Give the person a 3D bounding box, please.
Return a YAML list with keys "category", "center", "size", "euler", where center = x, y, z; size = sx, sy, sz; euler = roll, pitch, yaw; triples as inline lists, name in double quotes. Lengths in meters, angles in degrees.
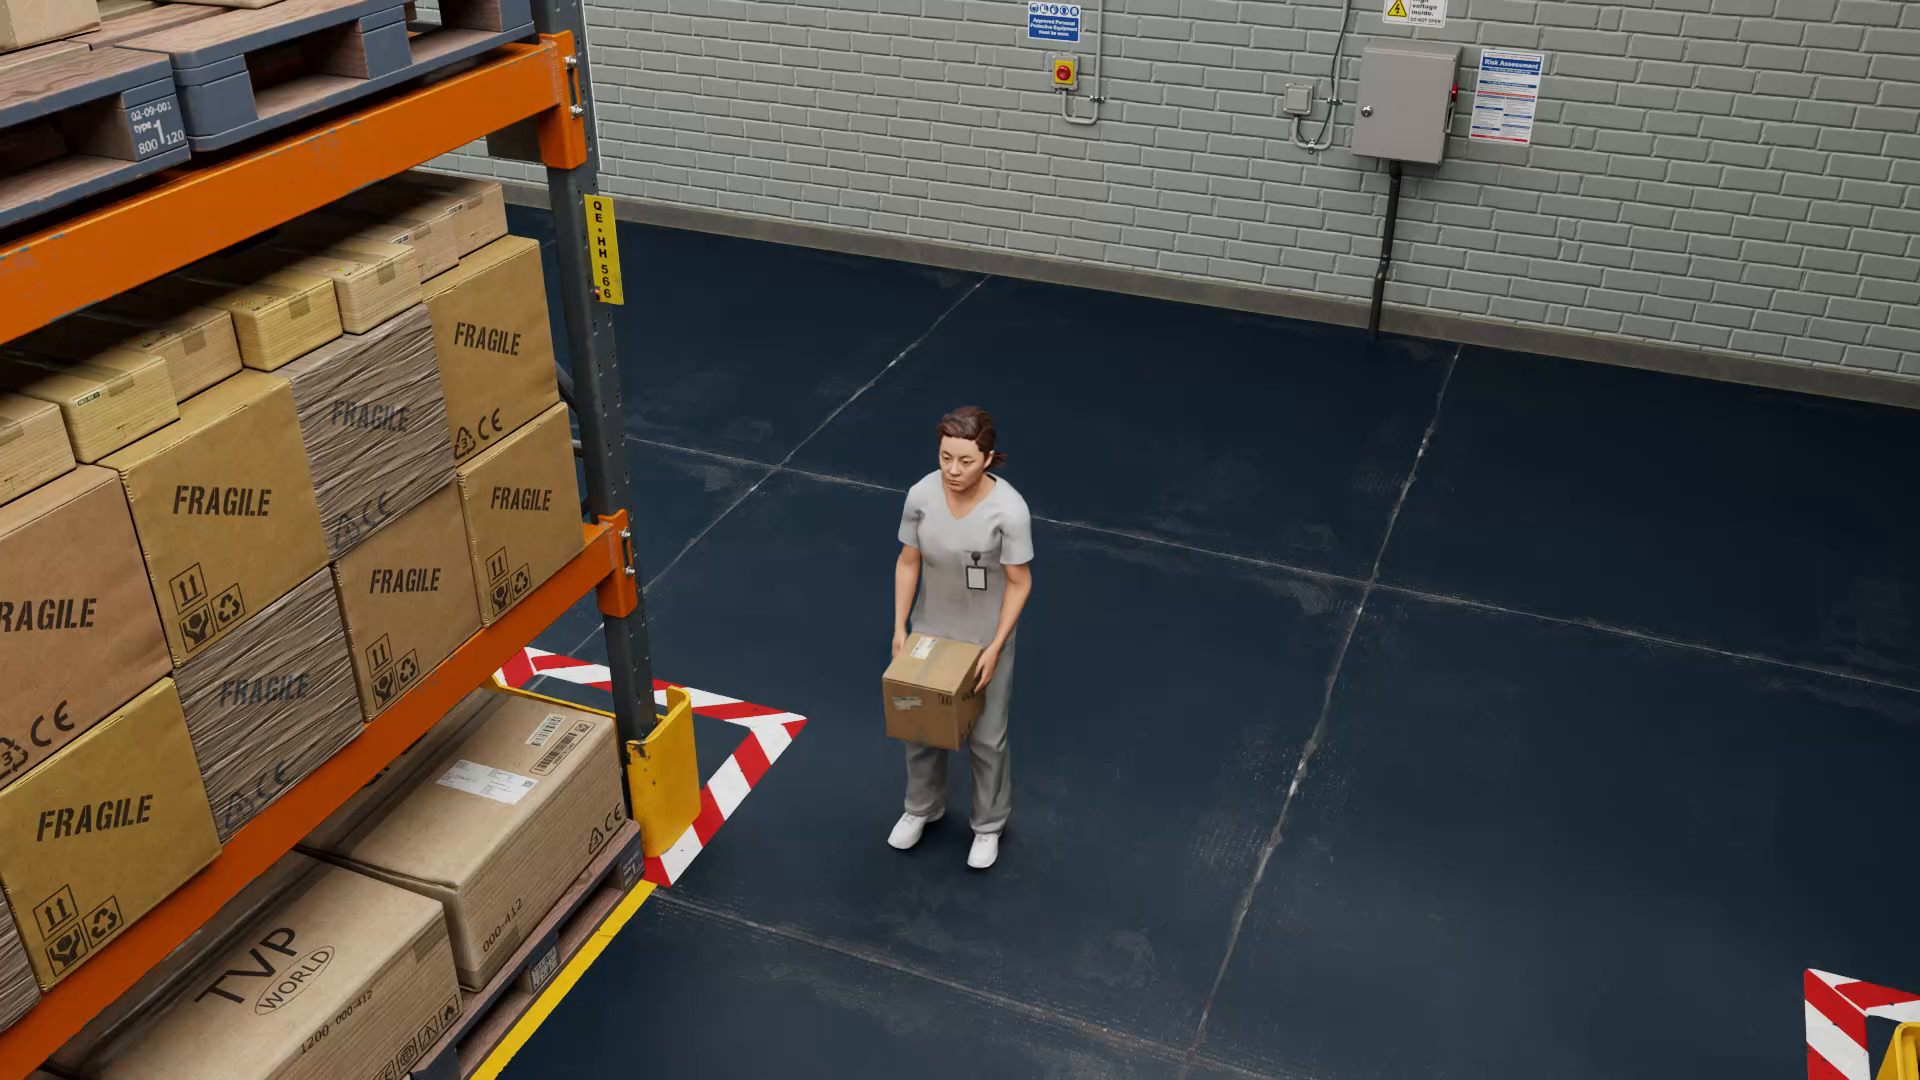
- category: "person"
  center: [0.001, 0.336, 5.538]
  size: [0.466, 1.676, 0.412]
  euler: [11, 31, 18]
